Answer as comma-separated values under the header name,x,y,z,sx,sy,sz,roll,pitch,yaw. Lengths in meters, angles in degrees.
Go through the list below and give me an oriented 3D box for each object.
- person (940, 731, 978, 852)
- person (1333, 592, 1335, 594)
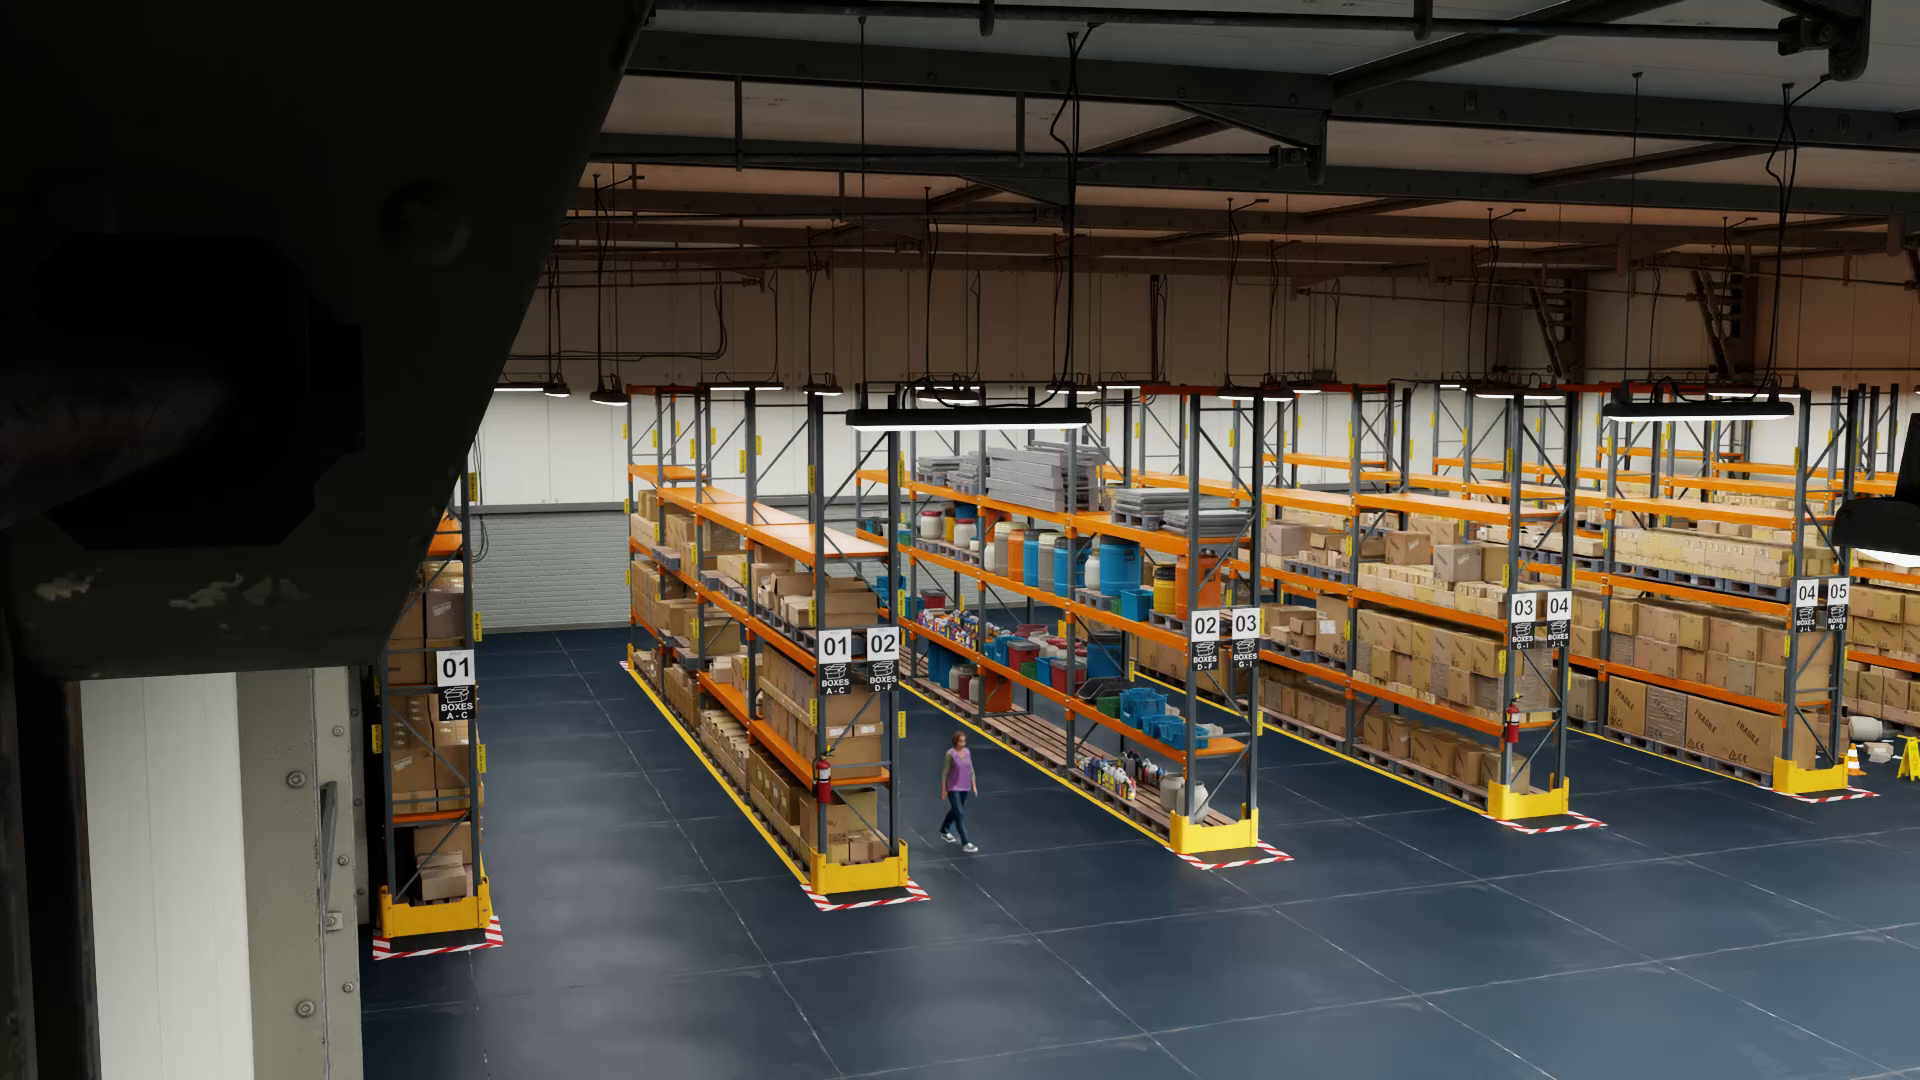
name,x,y,z,sx,sy,sz,roll,pitch,yaw
person,0.019,3.284,21.868,0.437,1.546,0.967,-5,8,-42
person,7.860,1.883,34.621,0.623,1.825,0.596,0,6,-5
